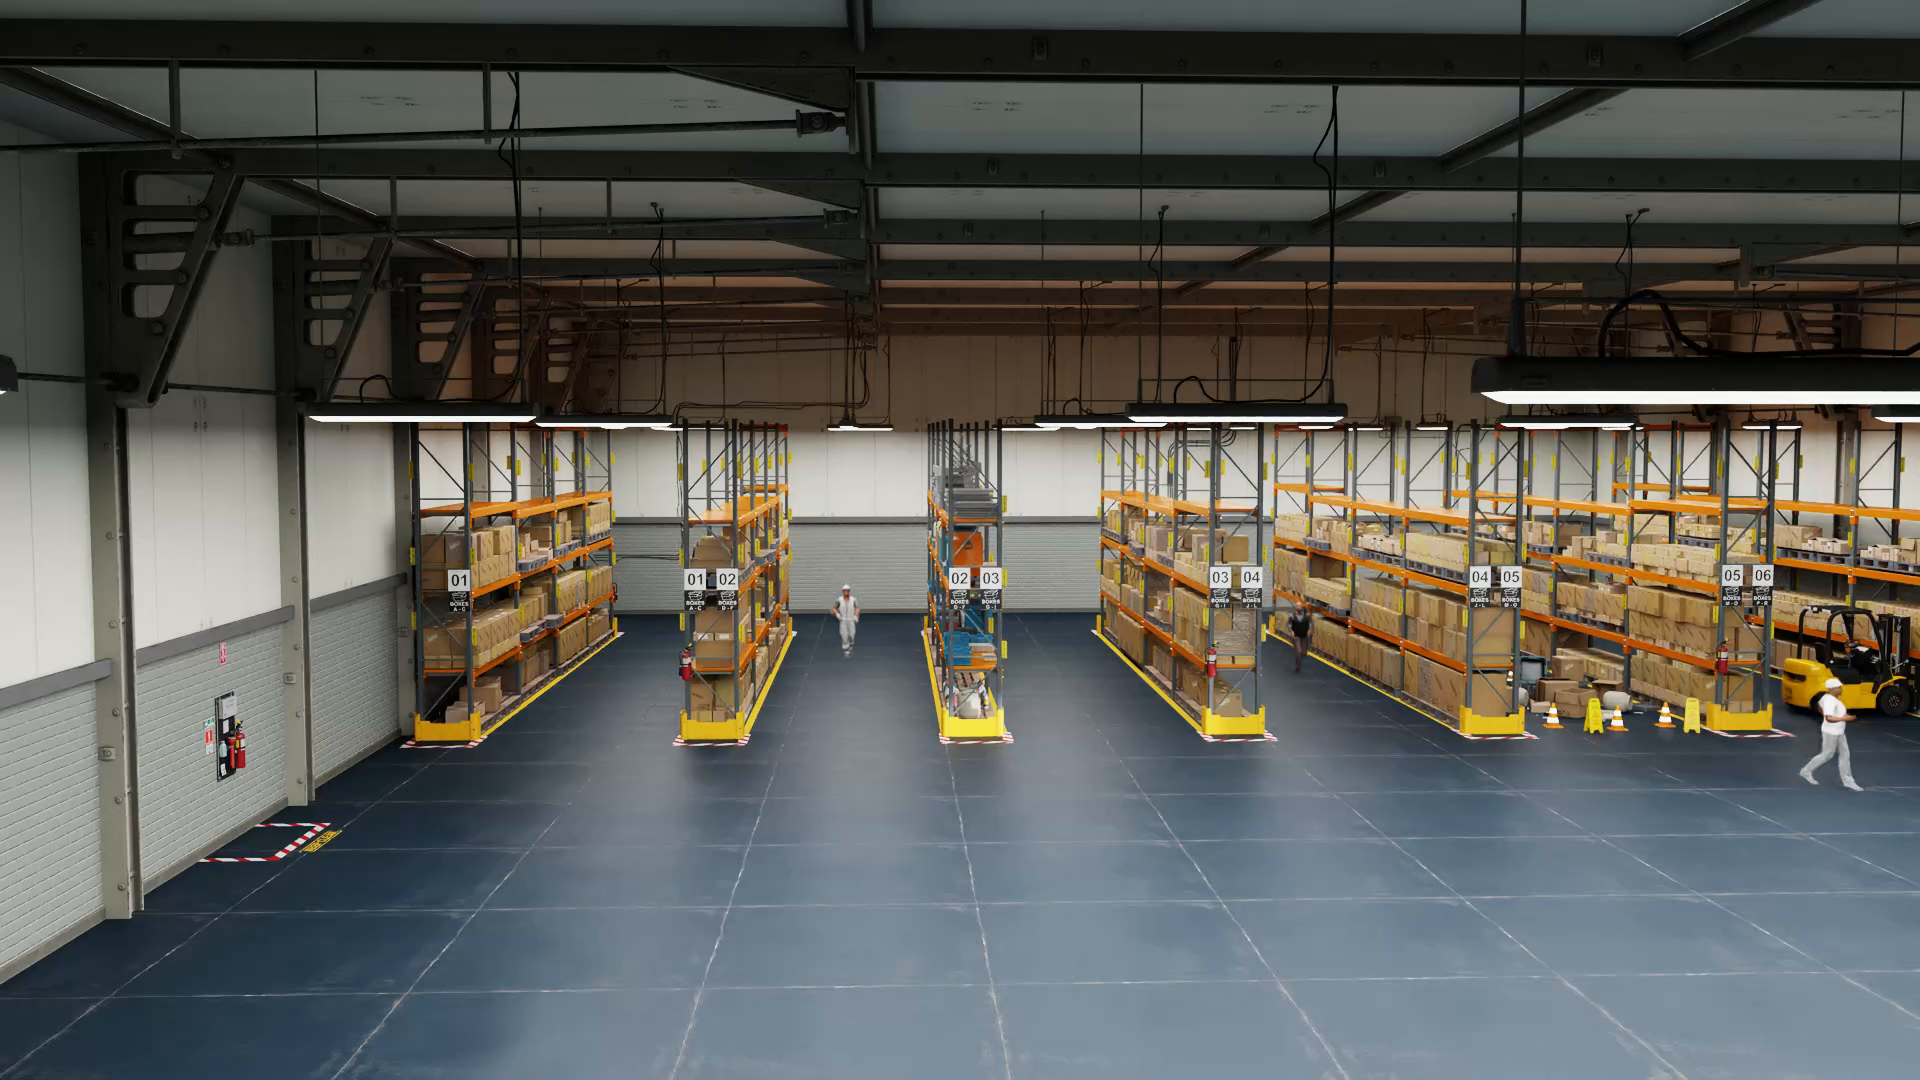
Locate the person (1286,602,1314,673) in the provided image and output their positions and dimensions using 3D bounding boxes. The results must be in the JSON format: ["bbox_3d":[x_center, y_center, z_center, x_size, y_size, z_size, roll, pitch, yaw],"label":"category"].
[{"bbox_3d":[8.170,2.325,40.016,0.668,1.706,0.651,0,4,3],"label":"person"}]

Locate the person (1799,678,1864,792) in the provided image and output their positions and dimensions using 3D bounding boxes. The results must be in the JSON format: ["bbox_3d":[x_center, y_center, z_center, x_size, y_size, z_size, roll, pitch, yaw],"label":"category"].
[{"bbox_3d":[13.997,3.106,26.671,0.918,1.785,0.692,3,5,40],"label":"person"}]

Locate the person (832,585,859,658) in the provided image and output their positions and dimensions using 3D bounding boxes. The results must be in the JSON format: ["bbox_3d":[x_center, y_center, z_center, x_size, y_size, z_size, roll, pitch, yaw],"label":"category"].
[{"bbox_3d":[-2.755,1.978,40.234,0.661,1.763,0.549,0,4,-6],"label":"person"}]

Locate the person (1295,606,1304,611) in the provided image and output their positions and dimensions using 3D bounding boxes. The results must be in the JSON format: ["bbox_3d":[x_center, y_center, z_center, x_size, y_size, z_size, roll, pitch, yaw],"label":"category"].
[{"bbox_3d":[10.157,1.742,49.101,0.597,1.638,0.860,2,4,24],"label":"person"}]
